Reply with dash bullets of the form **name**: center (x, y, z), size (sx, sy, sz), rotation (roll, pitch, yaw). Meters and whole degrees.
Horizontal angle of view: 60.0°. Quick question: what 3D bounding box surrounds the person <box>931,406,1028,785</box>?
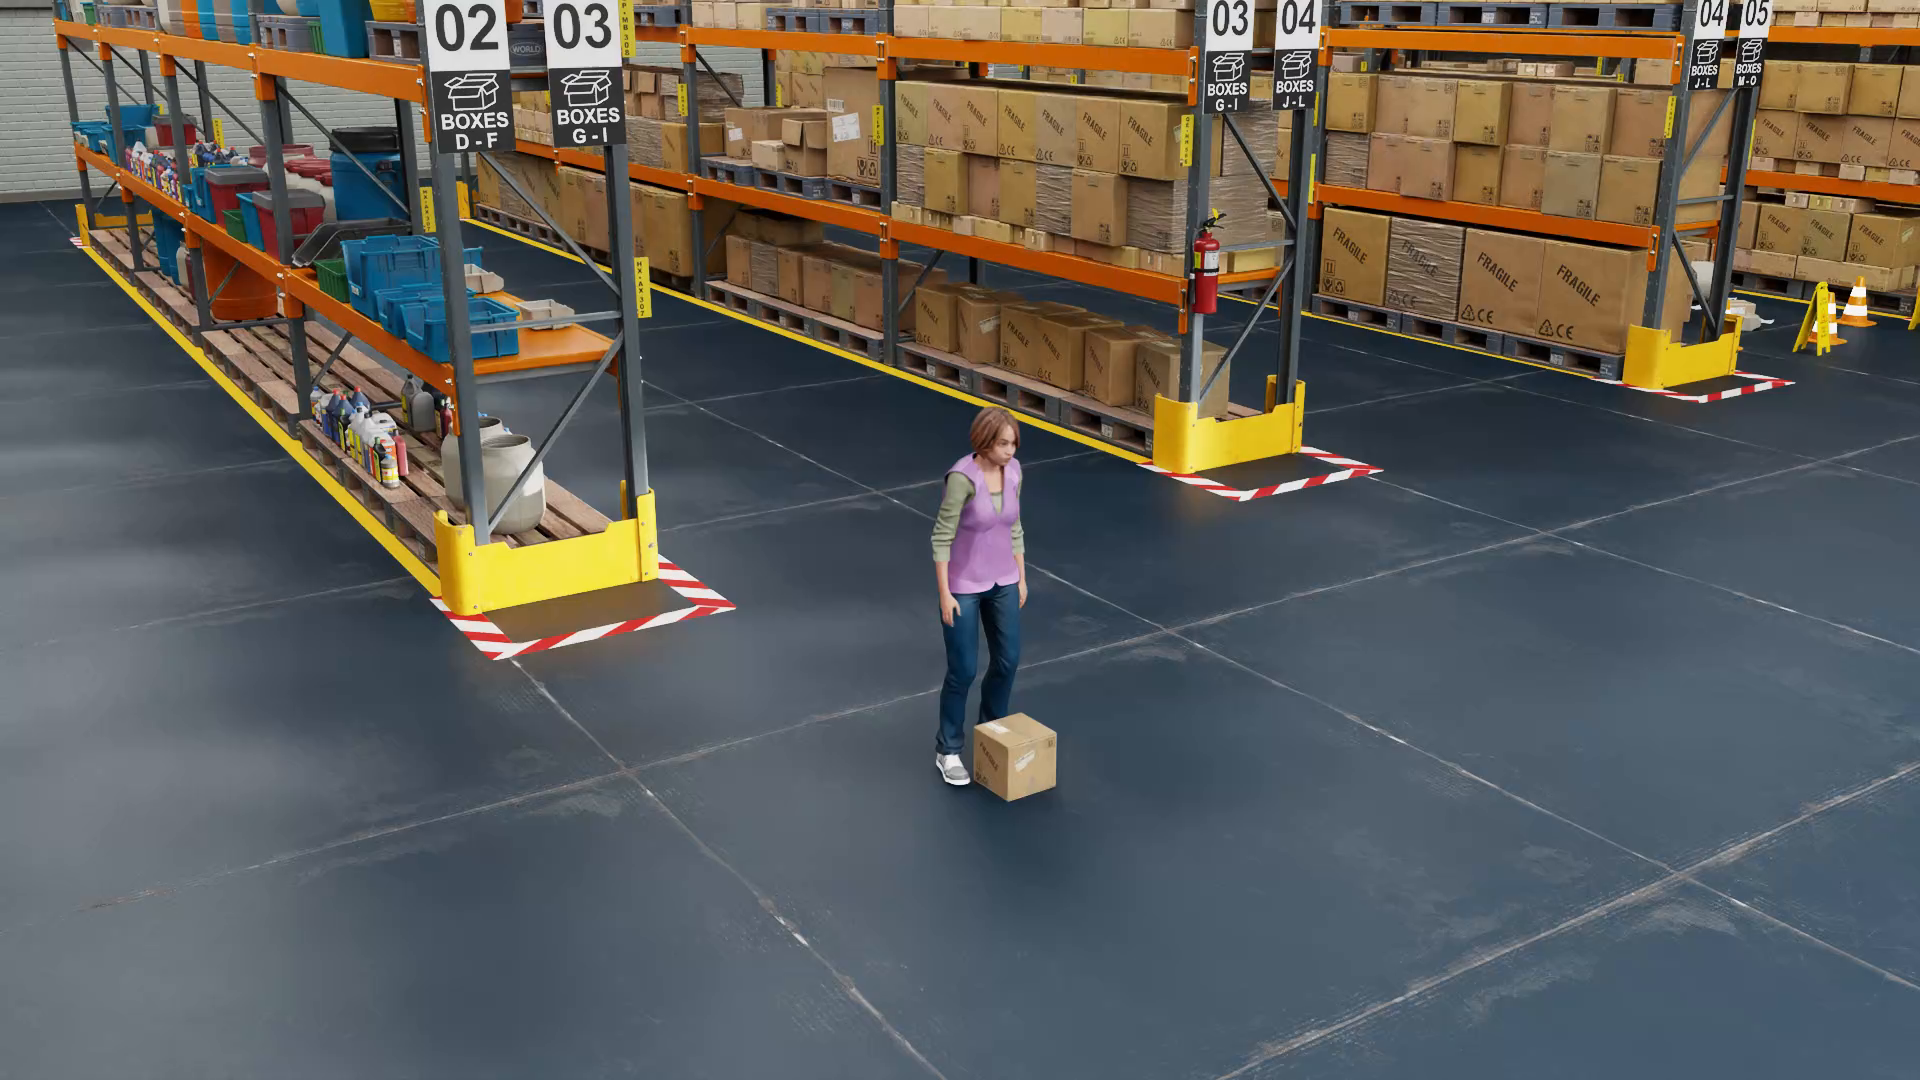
- **person**: center (0.098, 0.220, 6.933), size (0.469, 1.580, 0.377), rotation (-13, 22, -34)
